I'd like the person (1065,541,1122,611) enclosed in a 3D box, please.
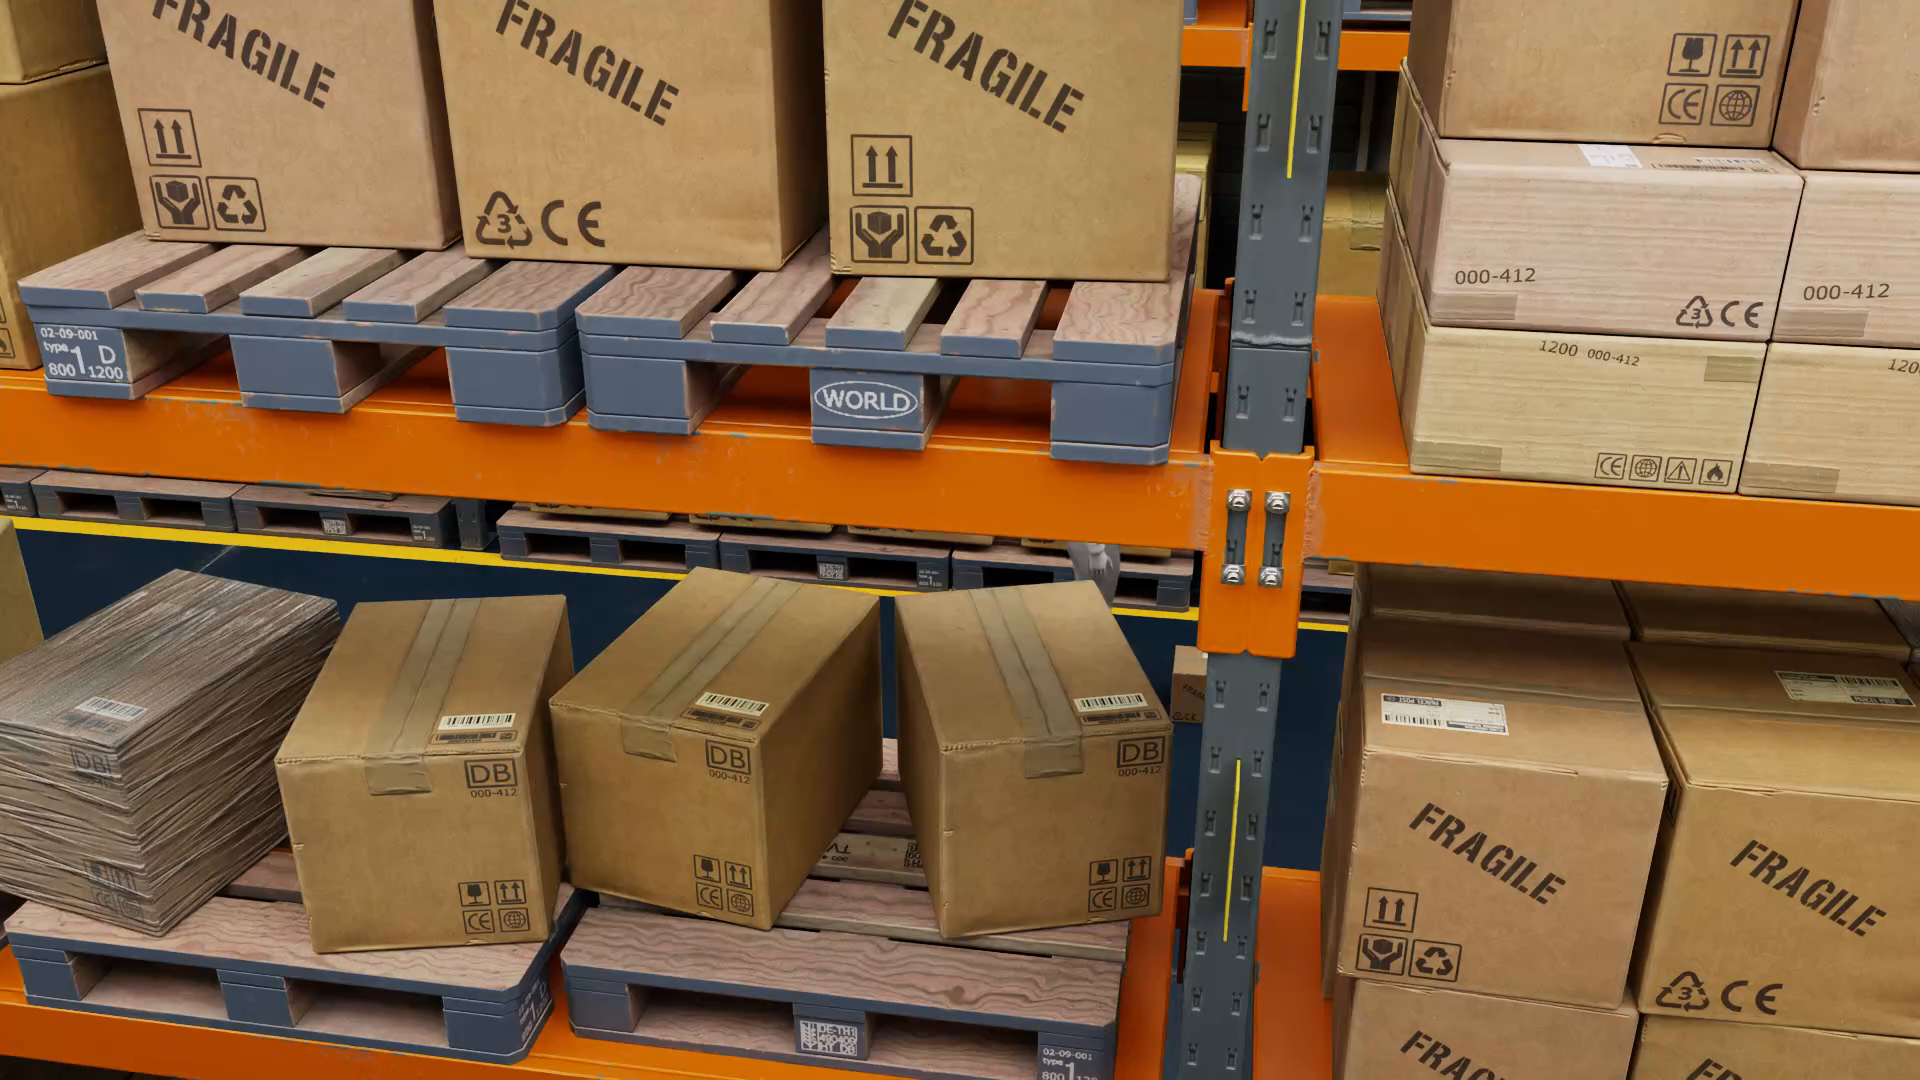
[{"bbox_3d":[0.598,-0.042,7.174,0.340,1.684,0.475,4,25,8],"label":"person"}]
